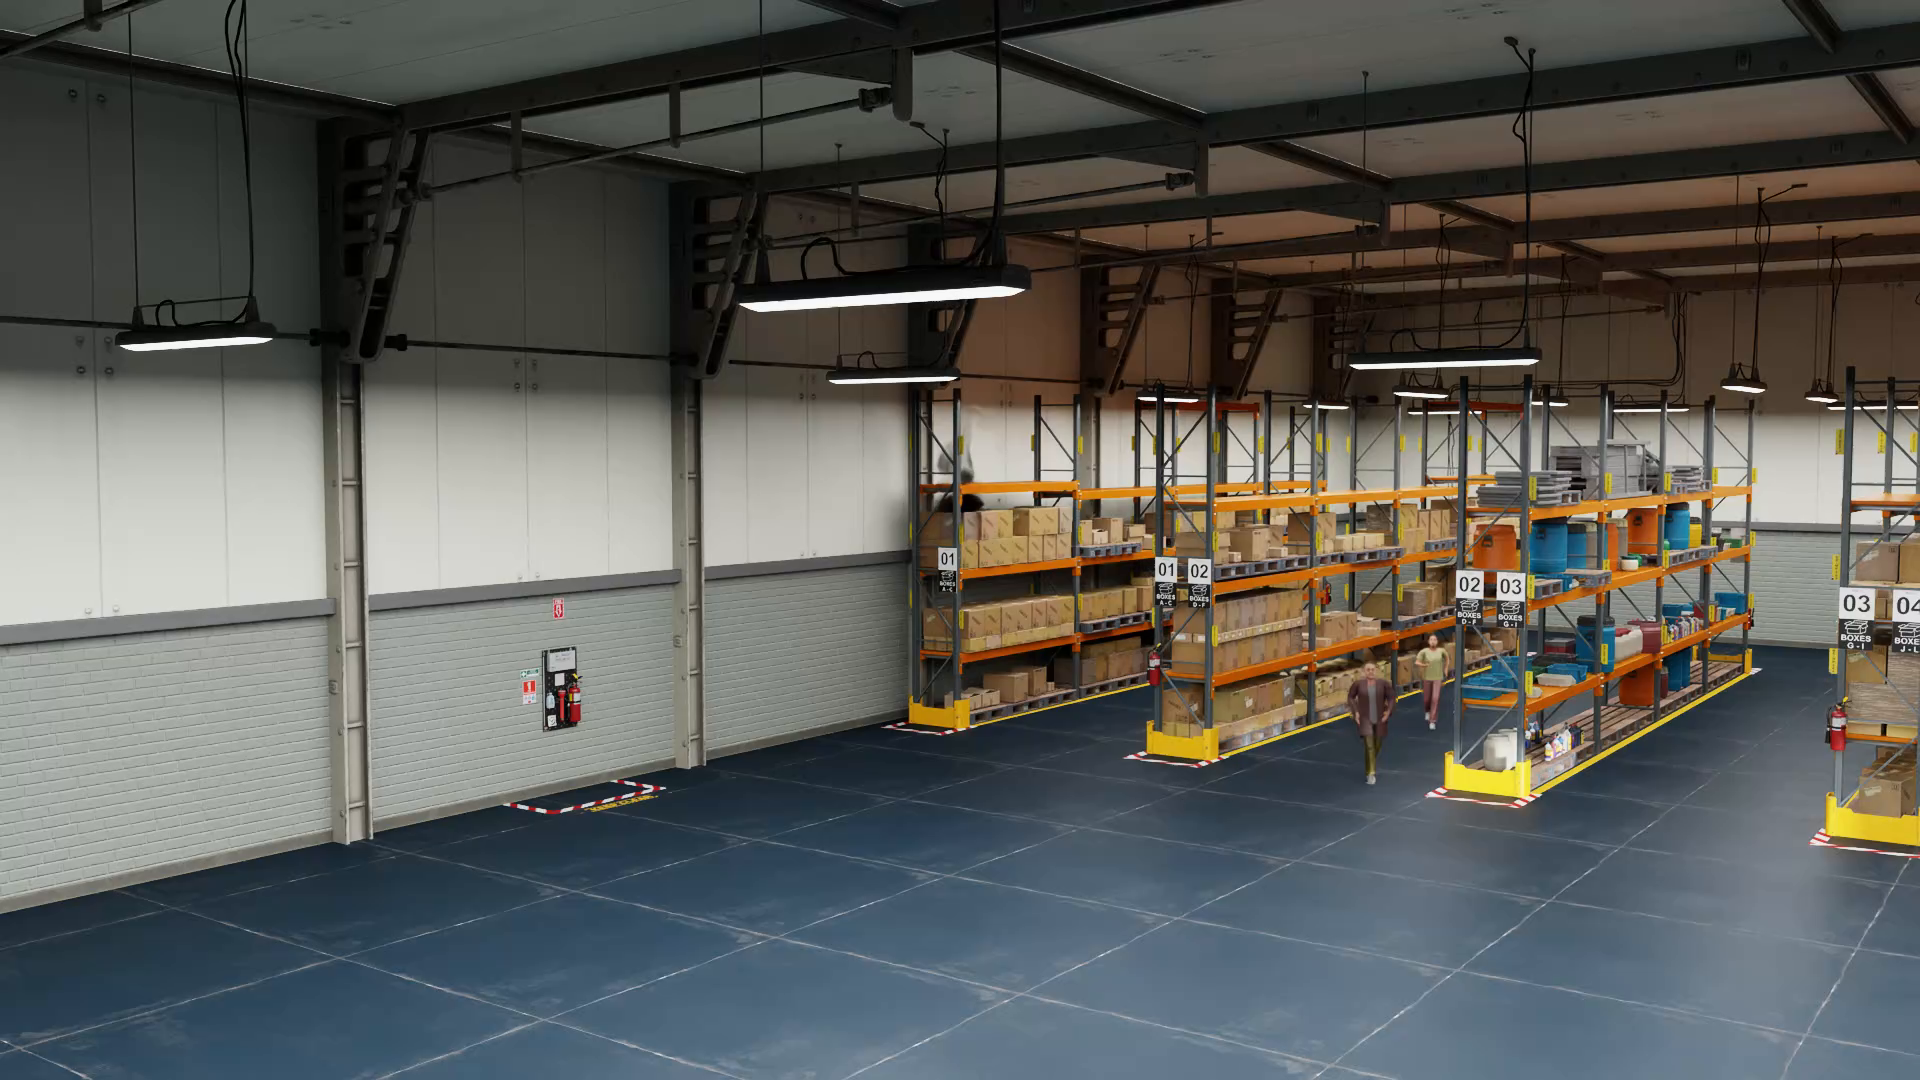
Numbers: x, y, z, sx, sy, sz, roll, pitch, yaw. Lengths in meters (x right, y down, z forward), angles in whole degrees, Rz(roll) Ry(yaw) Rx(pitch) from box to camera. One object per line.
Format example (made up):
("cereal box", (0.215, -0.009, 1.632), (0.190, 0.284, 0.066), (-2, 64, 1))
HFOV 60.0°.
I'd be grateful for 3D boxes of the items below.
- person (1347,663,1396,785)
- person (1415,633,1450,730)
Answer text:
("person", (6.150, 2.713, 24.893), (0.711, 1.788, 0.820), (0, 3, 6))
("person", (8.362, 2.473, 29.451), (0.593, 1.655, 0.904), (1, 3, 15))
